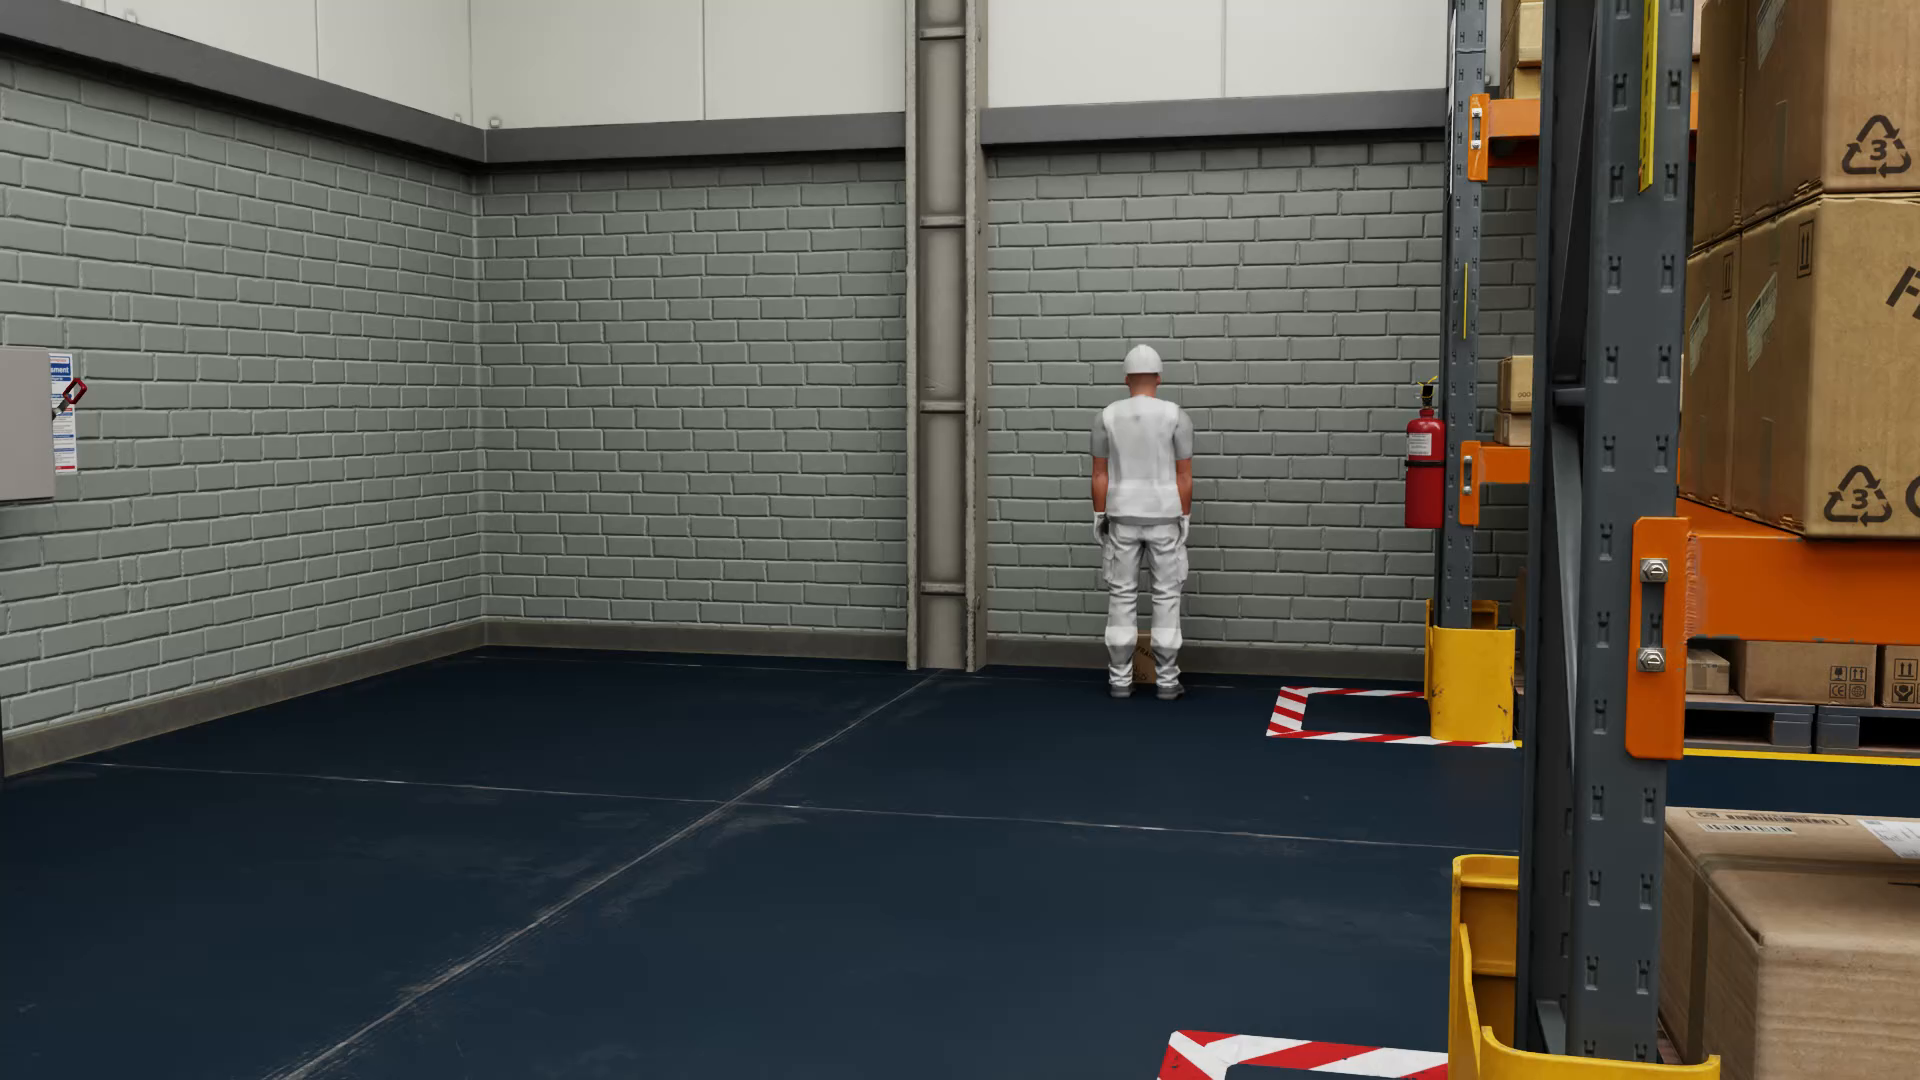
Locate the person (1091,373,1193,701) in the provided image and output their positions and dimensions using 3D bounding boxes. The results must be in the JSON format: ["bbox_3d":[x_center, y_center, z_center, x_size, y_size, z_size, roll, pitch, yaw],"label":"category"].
[{"bbox_3d":[0.923,-0.069,8.449,0.518,1.737,0.340,1,5,15],"label":"person"}]
